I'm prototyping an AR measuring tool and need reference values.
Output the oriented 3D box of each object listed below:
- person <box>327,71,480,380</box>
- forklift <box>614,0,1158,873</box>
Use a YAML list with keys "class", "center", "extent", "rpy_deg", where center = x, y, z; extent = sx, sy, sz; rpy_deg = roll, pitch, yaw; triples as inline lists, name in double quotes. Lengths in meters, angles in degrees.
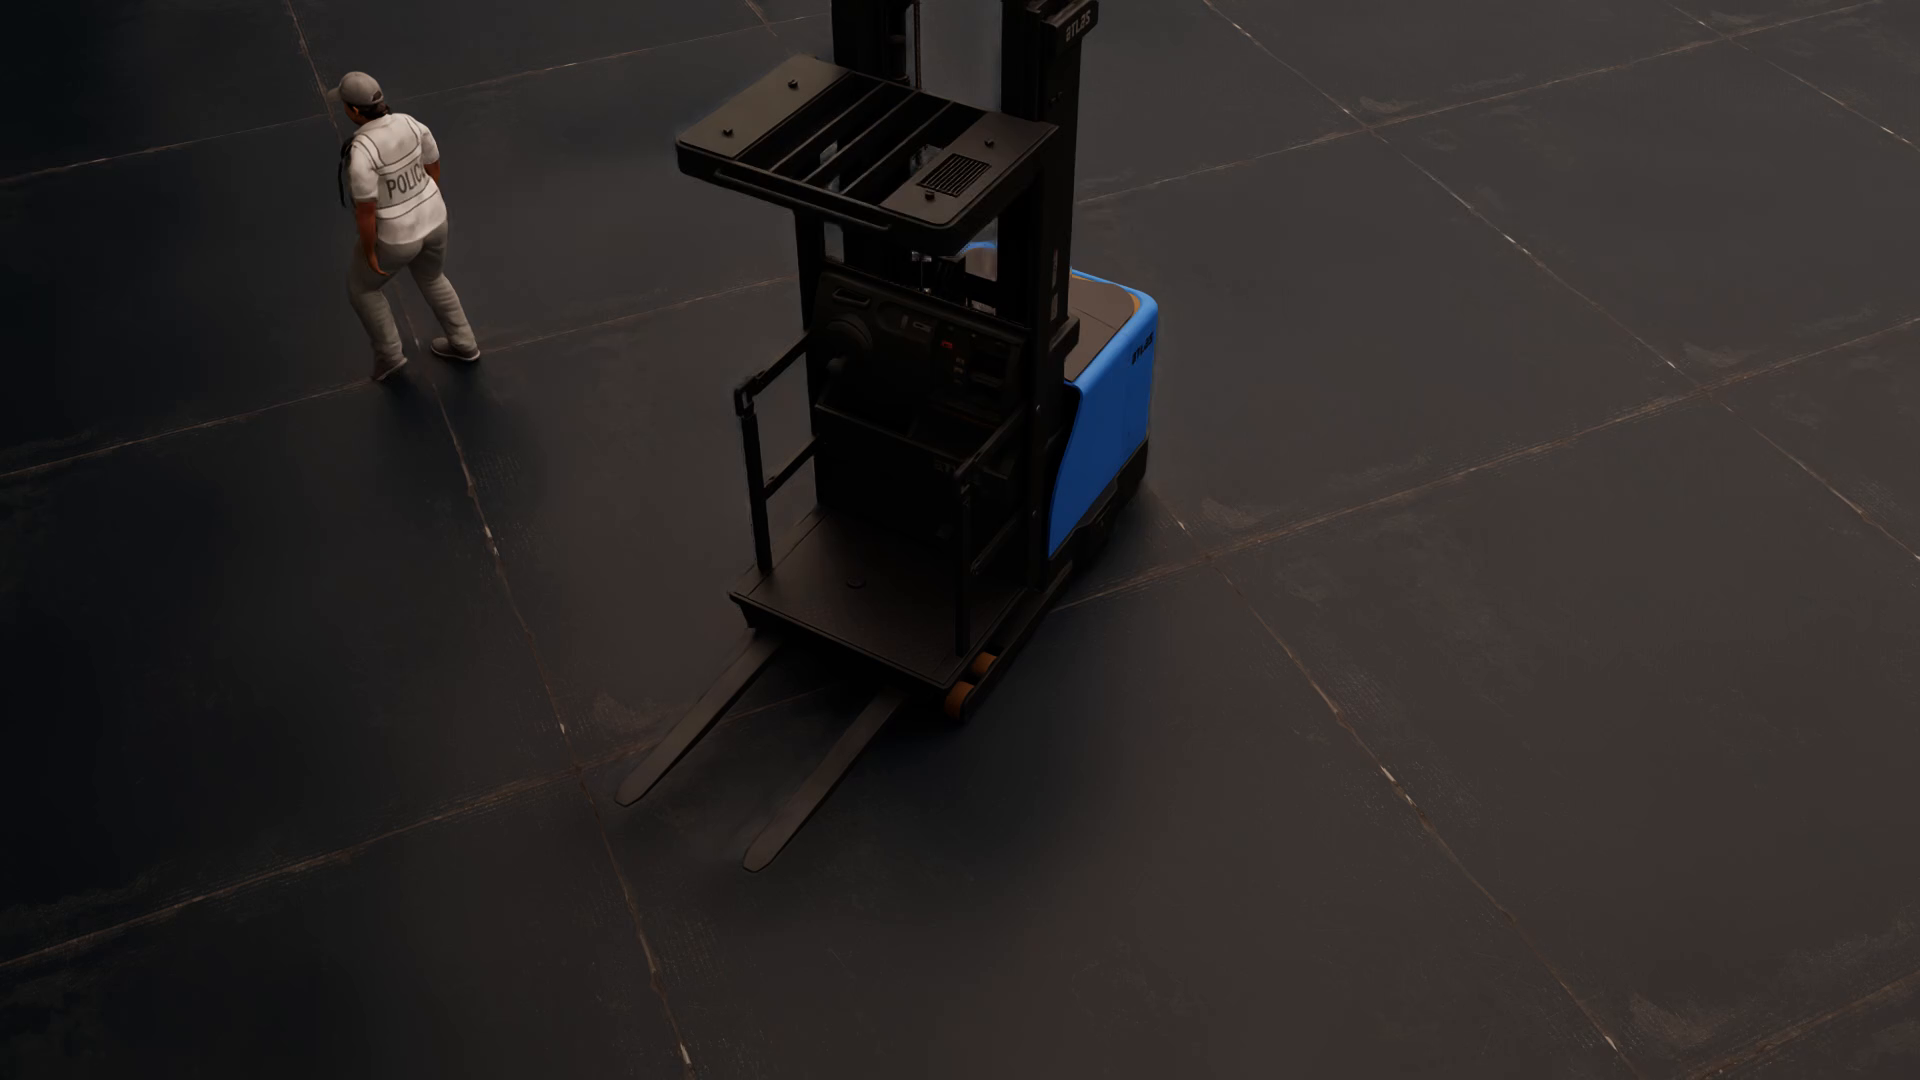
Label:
- class: "person"
  center: [-2.821, -1.543, 8.333]
  extent: [0.481, 1.714, 0.589]
  rpy_deg: [20, 47, 20]
- class: "forklift"
  center: [-0.281, -0.676, 6.405]
  extent: [1.130, 2.935, 3.031]
  rpy_deg: [22, 47, 22]
